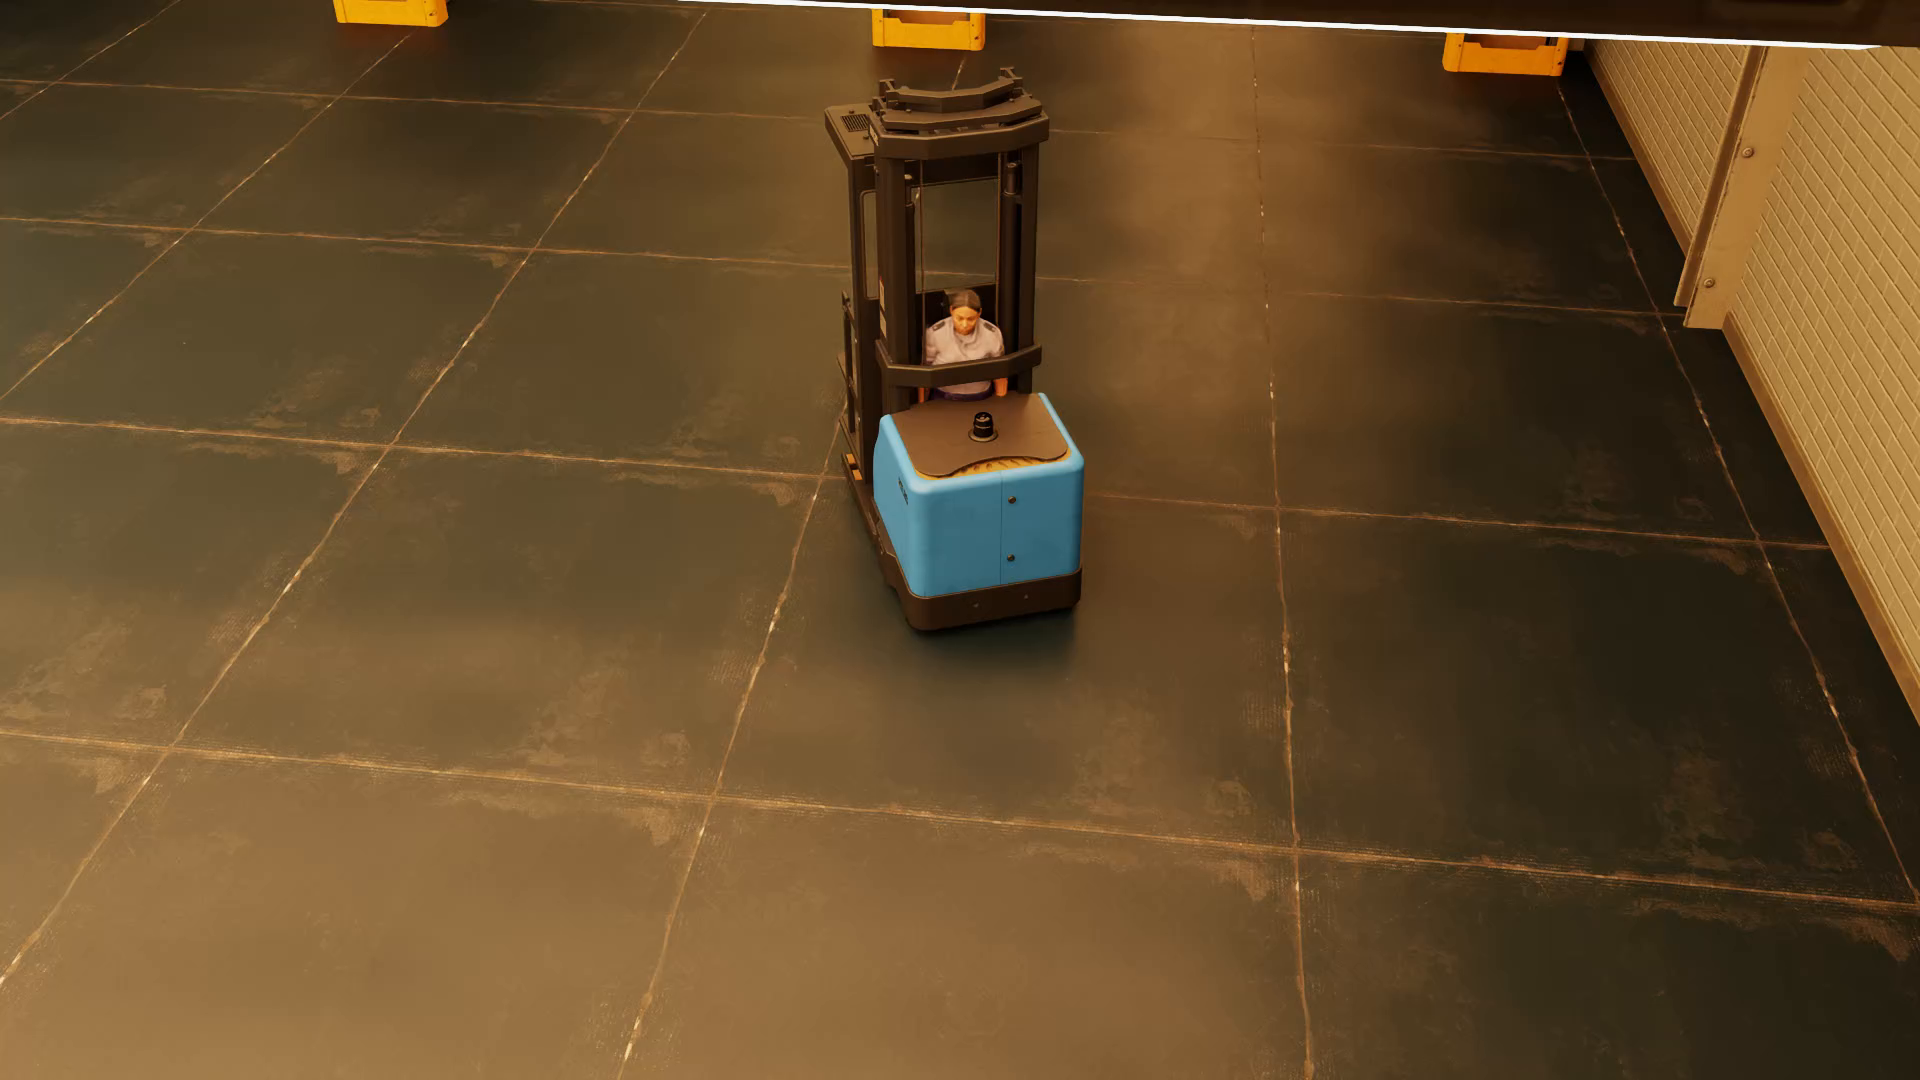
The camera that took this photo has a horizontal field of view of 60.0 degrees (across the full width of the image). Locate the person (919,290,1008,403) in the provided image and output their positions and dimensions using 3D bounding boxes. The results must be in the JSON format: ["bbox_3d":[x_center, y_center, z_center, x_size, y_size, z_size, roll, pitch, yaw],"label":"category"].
[{"bbox_3d":[0.001,-0.770,9.896,0.561,1.636,0.372,2,36,3],"label":"person"}]

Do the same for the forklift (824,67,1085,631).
[{"bbox_3d":[-0.159,-1.528,10.103,1.130,2.935,3.031,-9,37,-12],"label":"forklift"}]
